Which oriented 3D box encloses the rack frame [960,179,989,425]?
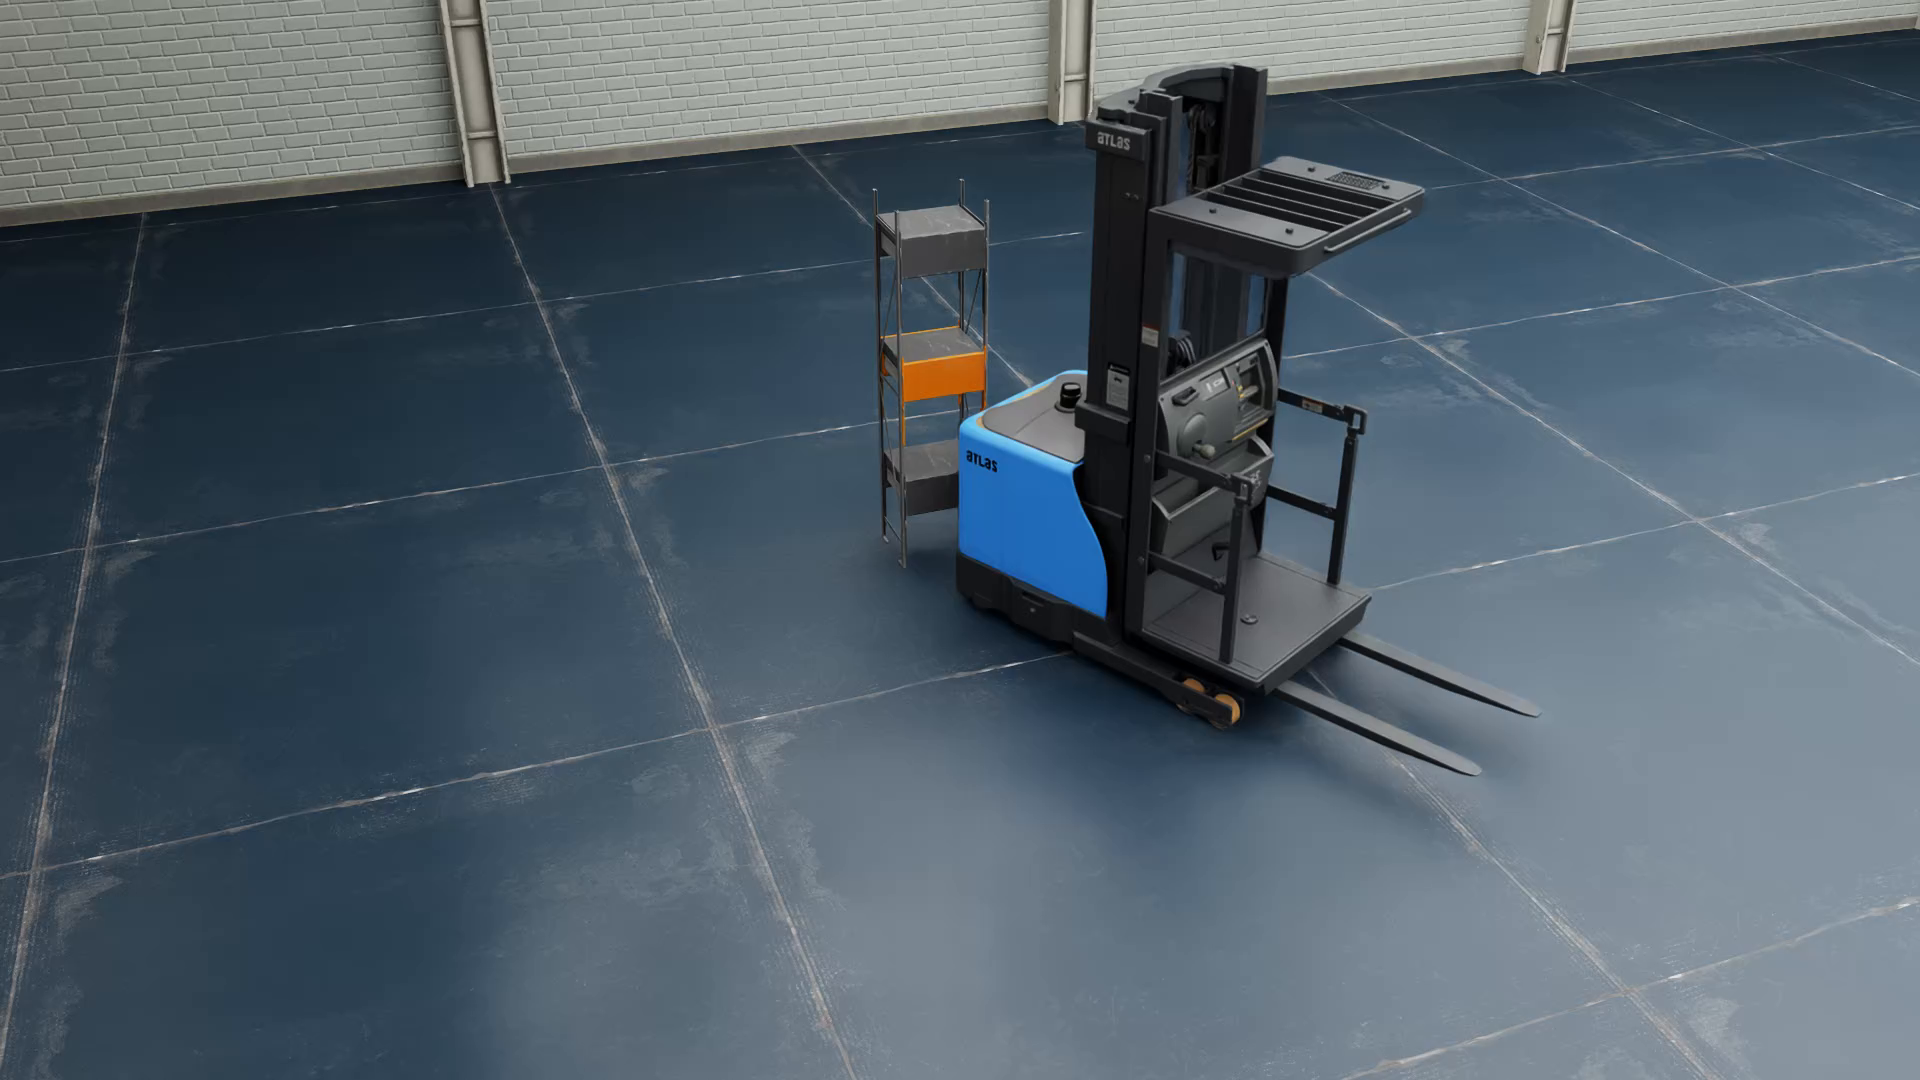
[{"bbox_3d":[0.074,-0.926,9.254,0.015,2.100,0.400,-10,31,-18],"label":"rack frame"}]

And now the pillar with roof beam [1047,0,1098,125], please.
[{"bbox_3d":[2.659,-6.348,11.802,0.400,9.000,9.100,-10,31,-18],"label":"pillar with roof beam"}]

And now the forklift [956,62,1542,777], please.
[{"bbox_3d":[1.410,-0.645,7.922,3.031,2.935,1.130,24,37,36],"label":"forklift"}]

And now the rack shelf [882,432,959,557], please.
[{"bbox_3d":[-0.155,-0.264,9.533,0.480,0.518,0.431,-10,31,-18],"label":"rack shelf"}]

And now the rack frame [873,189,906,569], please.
[{"bbox_3d":[-0.384,-0.842,9.106,0.015,2.100,0.400,-10,31,-18],"label":"rack frame"}]

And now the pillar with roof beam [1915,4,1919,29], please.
[{"bbox_3d":[13.906,-8.420,15.438,0.400,9.000,9.100,-10,31,-18],"label":"pillar with roof beam"}]

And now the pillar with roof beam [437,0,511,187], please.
[{"bbox_3d":[-2.965,-5.313,9.985,0.400,9.000,9.100,-10,31,-18],"label":"pillar with roof beam"}]

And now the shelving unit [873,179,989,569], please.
[{"bbox_3d":[-0.155,-0.884,9.180,0.503,2.100,0.431,-10,31,-18],"label":"shelving unit"}]

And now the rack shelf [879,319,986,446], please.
[{"bbox_3d":[-0.155,-0.872,9.187,0.480,0.518,0.431,-10,31,-18],"label":"rack shelf"}]

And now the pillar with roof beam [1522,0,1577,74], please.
[{"bbox_3d":[8.282,-7.384,13.620,0.400,9.000,9.100,-10,31,-18],"label":"pillar with roof beam"}]

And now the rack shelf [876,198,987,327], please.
[{"bbox_3d":[-0.155,-1.480,8.840,0.480,0.518,0.431,-10,31,-18],"label":"rack shelf"}]
